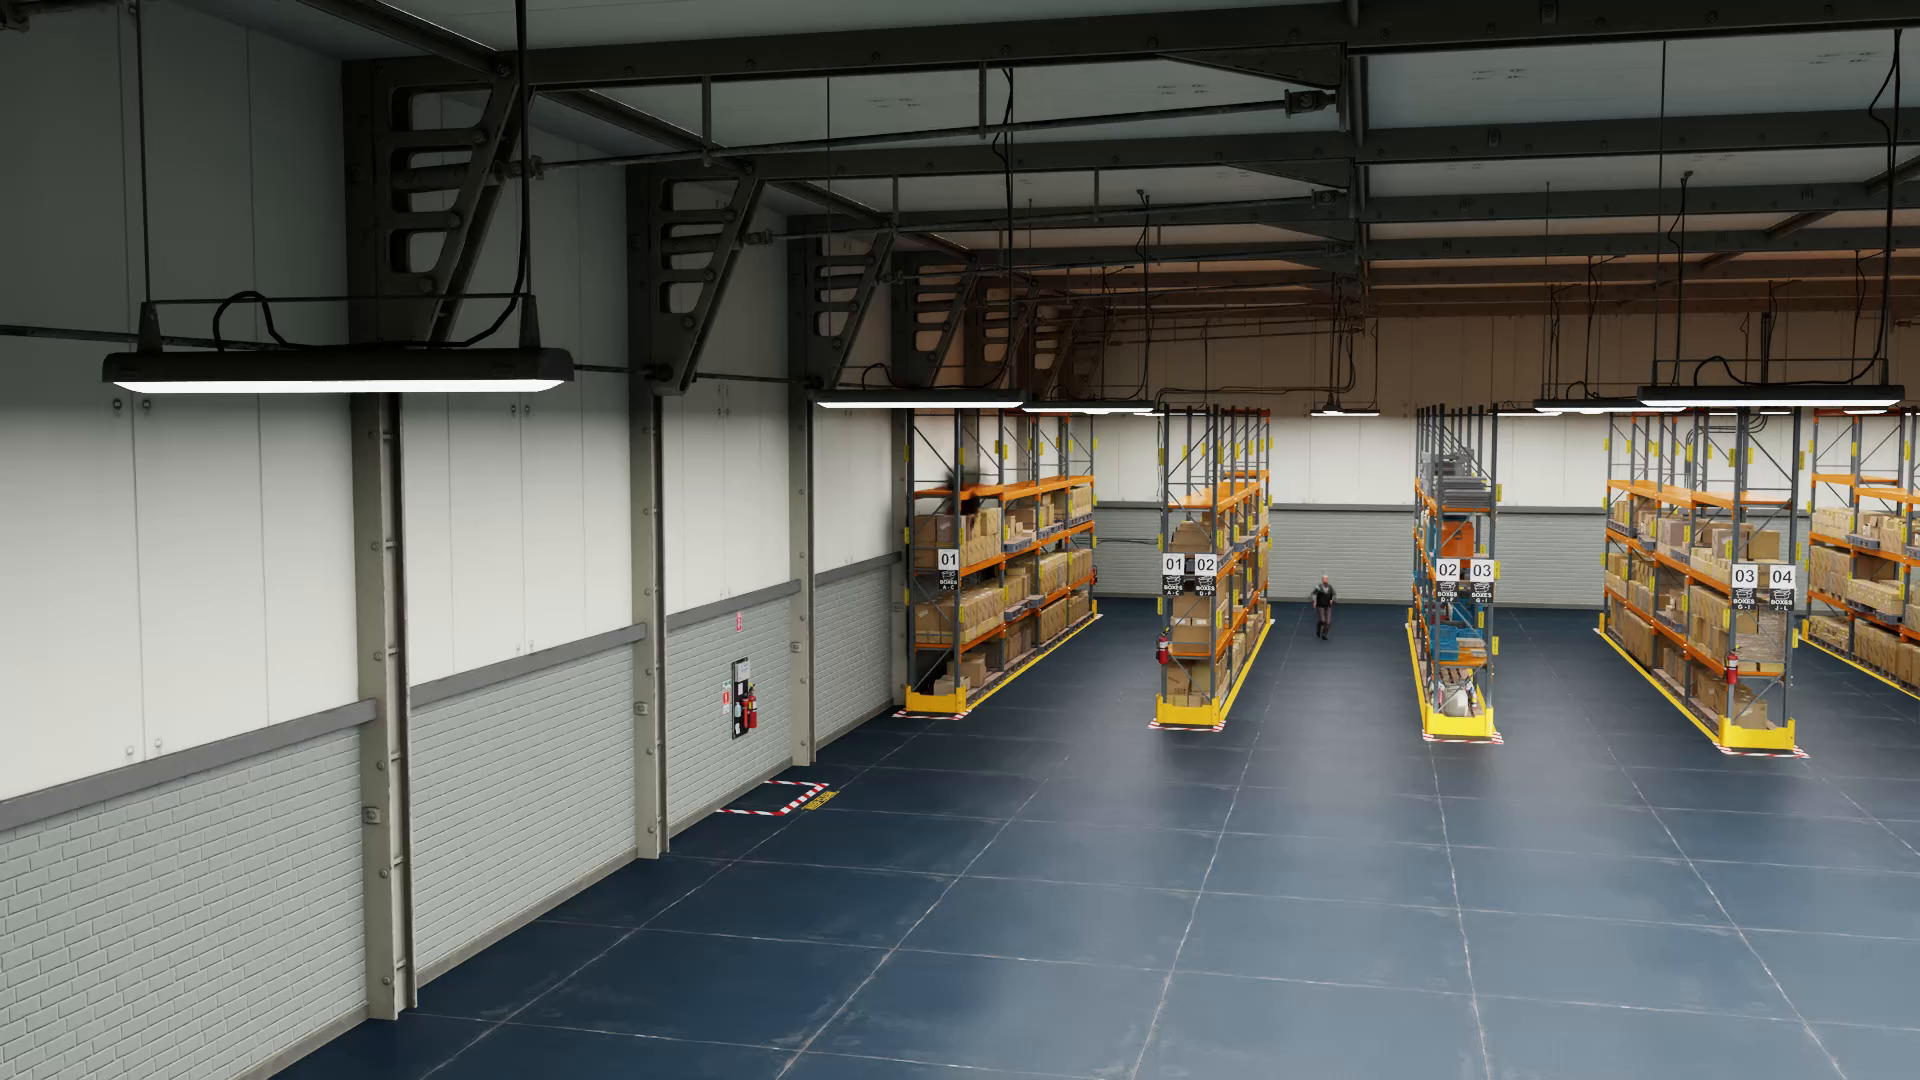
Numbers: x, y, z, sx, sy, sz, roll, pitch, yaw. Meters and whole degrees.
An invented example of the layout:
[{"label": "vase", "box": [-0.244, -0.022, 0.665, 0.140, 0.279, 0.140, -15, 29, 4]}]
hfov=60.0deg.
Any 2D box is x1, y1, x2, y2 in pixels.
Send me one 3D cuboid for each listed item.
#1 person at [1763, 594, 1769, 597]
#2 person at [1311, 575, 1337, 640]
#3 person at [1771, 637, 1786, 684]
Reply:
[{"label": "person", "box": [20.899, 1.684, 43.743, 0.572, 1.731, 0.730, -4, 6, -43]}, {"label": "person", "box": [9.436, 1.753, 43.004, 0.643, 1.678, 0.572, 0, 4, -2]}, {"label": "person", "box": [17.554, 2.278, 35.575, 0.559, 1.701, 0.831, 1, 4, 7]}]
